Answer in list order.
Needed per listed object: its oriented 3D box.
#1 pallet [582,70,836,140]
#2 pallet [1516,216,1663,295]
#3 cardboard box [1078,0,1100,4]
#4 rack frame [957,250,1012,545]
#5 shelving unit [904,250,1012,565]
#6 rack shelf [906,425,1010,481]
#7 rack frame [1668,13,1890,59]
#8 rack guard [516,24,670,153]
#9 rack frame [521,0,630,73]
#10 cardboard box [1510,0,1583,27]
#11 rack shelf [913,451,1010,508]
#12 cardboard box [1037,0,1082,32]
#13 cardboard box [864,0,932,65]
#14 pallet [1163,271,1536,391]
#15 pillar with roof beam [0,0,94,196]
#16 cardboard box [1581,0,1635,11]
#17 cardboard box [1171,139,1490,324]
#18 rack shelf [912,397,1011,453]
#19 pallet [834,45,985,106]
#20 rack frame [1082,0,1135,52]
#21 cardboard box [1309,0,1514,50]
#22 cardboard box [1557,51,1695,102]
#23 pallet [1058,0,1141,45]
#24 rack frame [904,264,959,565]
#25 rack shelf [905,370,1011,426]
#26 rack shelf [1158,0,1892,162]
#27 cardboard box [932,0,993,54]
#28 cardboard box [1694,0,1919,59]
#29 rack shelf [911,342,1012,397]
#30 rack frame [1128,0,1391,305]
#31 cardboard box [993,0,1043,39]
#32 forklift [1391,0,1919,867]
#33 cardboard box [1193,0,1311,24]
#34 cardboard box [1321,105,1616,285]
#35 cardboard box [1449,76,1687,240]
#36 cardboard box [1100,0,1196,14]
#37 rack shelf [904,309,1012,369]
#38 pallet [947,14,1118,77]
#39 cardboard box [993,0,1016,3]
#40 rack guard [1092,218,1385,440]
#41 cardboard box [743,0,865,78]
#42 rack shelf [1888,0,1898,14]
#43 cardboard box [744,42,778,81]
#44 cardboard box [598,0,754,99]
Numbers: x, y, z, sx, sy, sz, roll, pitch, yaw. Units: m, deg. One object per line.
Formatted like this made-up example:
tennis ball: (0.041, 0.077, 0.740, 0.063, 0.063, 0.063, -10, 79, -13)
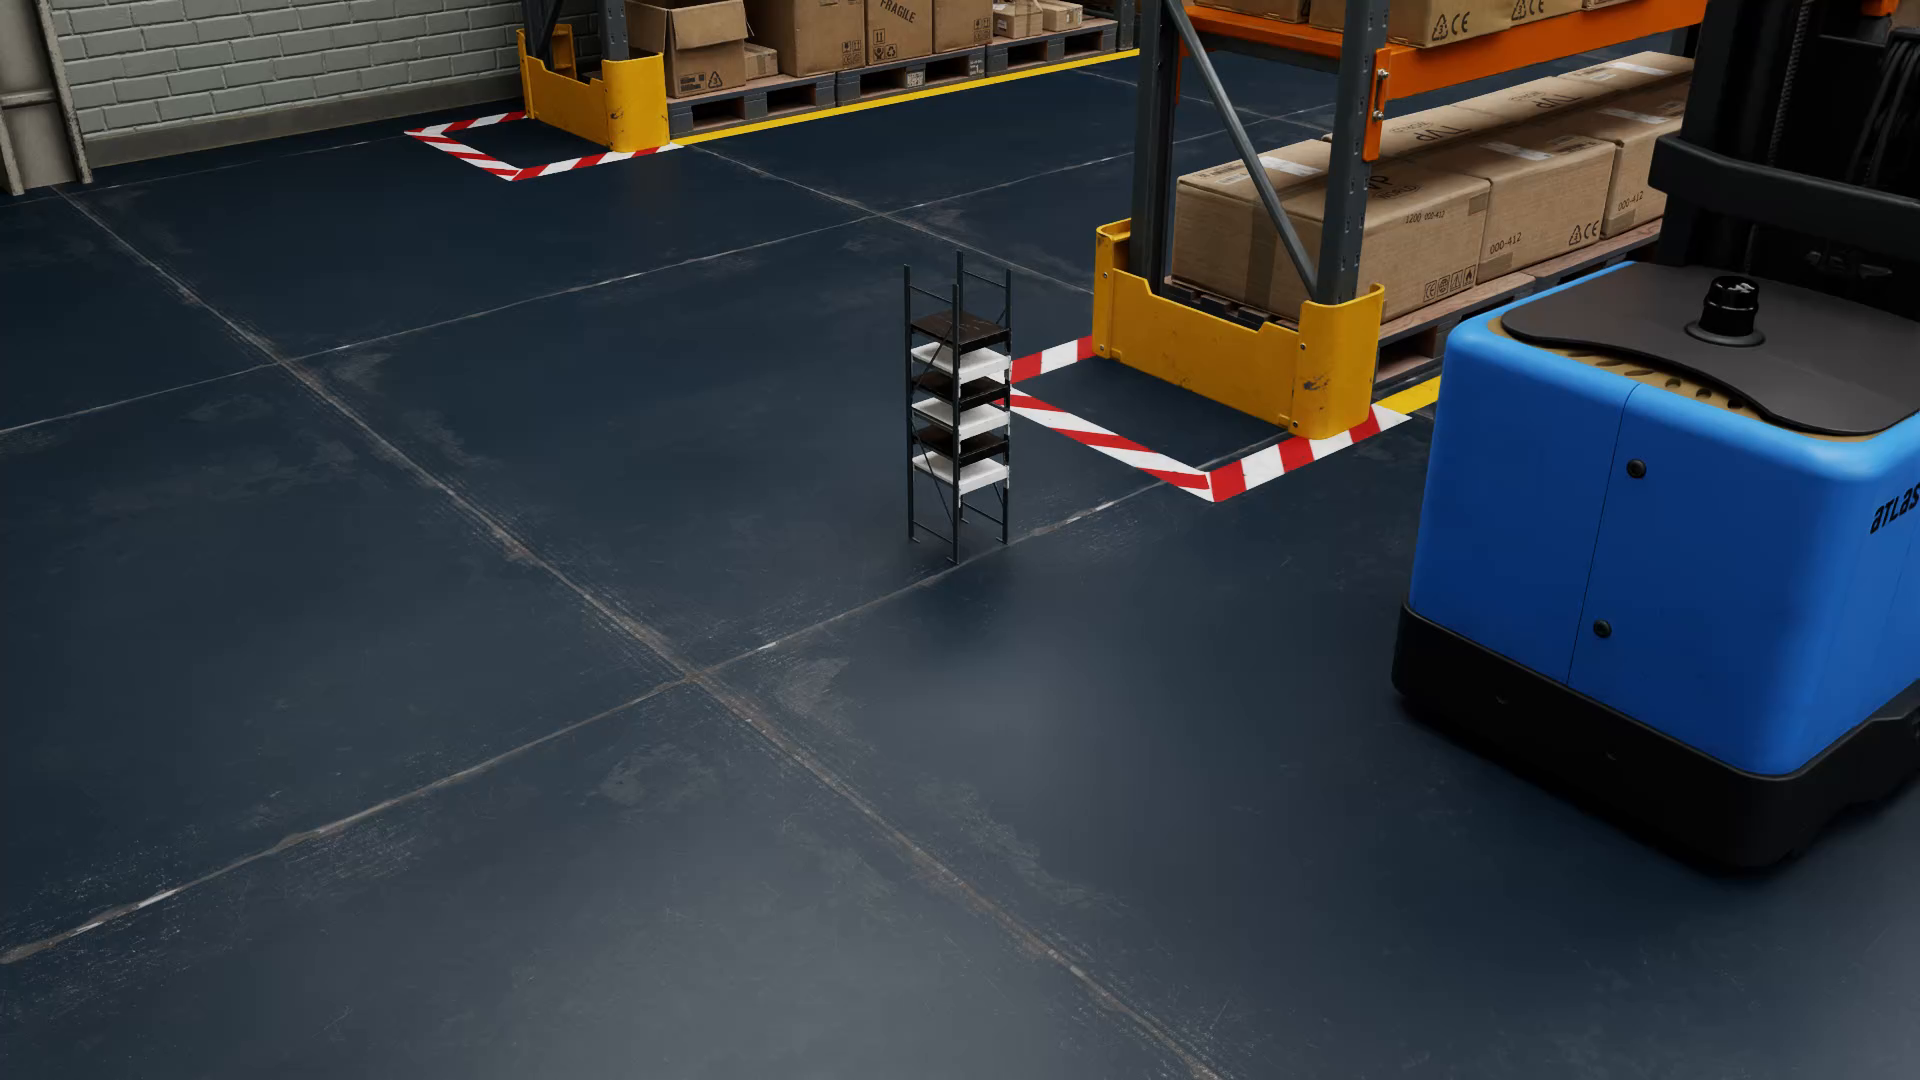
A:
pallet: (-1.531, -2.751, 10.174, 1.213, 0.211, 1.003, -22, 35, -35)
pallet: (2.515, -1.349, 7.550, 1.213, 0.211, 1.003, -22, 35, -35)
cardboard box: (1.030, -4.276, 12.275, 0.500, 0.500, 0.500, -22, 35, -35)
rack frame: (0.071, -0.426, 5.091, 0.006, 0.900, 0.240, -22, 35, -35)
shelving unit: (-0.006, -0.394, 5.033, 0.210, 0.900, 0.258, -22, 35, -35)
rack shelf: (-0.006, -0.286, 5.091, 0.200, 0.077, 0.258, -22, 35, -35)
rack frame: (4.073, -3.158, 7.978, 0.127, 3.000, 1.000, -22, 35, -35)
rack guard: (-2.137, -2.634, 9.649, 0.348, 0.500, 1.175, -22, 35, -35)
rack frame: (-2.194, -3.713, 9.016, 0.127, 3.000, 1.000, -22, 35, -35)
cardboard box: (1.948, -2.187, 6.055, 0.500, 0.500, 0.500, -22, 35, -36)
rack shelf: (-0.006, -0.206, 5.134, 0.200, 0.077, 0.258, -22, 35, -35)
cardboard box: (0.615, -3.589, 11.363, 0.250, 0.149, 0.380, -23, 36, -36)
cardboard box: (-0.525, -3.323, 10.491, 0.500, 0.500, 0.500, -21, 35, -34)
pallet: (1.587, -0.977, 6.855, 1.213, 0.211, 1.003, -22, 35, -35)
pillar with roof beam: (-2.037, -4.314, 3.775, 0.400, 9.000, 9.100, -22, 35, -35)
cardboard box: (2.347, -2.337, 6.334, 0.500, 0.500, 0.500, -22, 35, -35)
cardboard box: (1.467, -1.228, 6.638, 0.875, 0.438, 0.875, -23, 36, -37)
rack shelf: (-0.006, -0.365, 5.049, 0.200, 0.077, 0.258, -22, 35, -35)
pallet: (-0.603, -3.122, 10.869, 1.213, 0.211, 1.003, -22, 35, -35)
rack frame: (0.848, -4.937, 11.306, 0.127, 3.000, 1.000, -22, 35, -35)
cardboard box: (1.581, -2.023, 5.746, 0.500, 0.500, 0.500, -22, 35, -35)
cardboard box: (3.526, -2.060, 8.195, 0.875, 0.438, 0.875, -22, 35, -36)
pallet: (1.443, -3.969, 12.454, 1.213, 0.211, 1.003, -22, 35, -35)
rack frame: (-0.084, -0.363, 4.975, 0.006, 0.900, 0.240, -22, 35, -35)
rack shelf: (-0.006, -0.444, 5.007, 0.200, 0.077, 0.258, -22, 35, -35)
rack shelf: (2.551, -2.229, 7.002, 4.000, 0.370, 1.077, -22, 35, -35)
cardboard box: (-0.202, -3.514, 10.850, 0.500, 0.500, 0.700, -23, 36, -37)
cardboard box: (4.493, -2.625, 8.788, 0.875, 0.875, 0.875, -21, 34, -33)
rack shelf: (-0.006, -0.524, 4.964, 0.200, 0.077, 0.258, -22, 35, -35)
rack frame: (1.030, -1.935, 5.688, 0.127, 3.000, 1.000, -22, 35, -35)
cardboard box: (0.344, -3.531, 11.131, 0.258, 0.266, 0.396, -20, 34, -33)
forklift: (2.603, -1.118, 4.232, 3.031, 2.935, 1.130, -21, 35, -34)
cardboard box: (1.225, -2.221, 6.118, 0.500, 0.500, 0.500, -22, 35, -35)
cardboard box: (2.158, -1.511, 7.167, 0.875, 0.438, 0.875, -21, 34, -34)
cardboard box: (2.845, -1.786, 7.682, 0.875, 0.438, 0.875, -23, 36, -36)
cardboard box: (1.363, -4.087, 11.922, 0.500, 0.500, 0.500, -20, 34, -33)
rack shelf: (-0.006, -0.603, 4.922, 0.200, 0.077, 0.258, -22, 35, -35)
pallet: (0.325, -3.497, 11.571, 1.213, 0.211, 1.003, -22, 35, -35)
cardboard box: (0.192, -3.819, 11.621, 0.500, 0.311, 0.500, -20, 34, -33)
rack guard: (1.012, -0.825, 6.263, 0.348, 0.500, 1.175, -22, 35, -35)
cardboard box: (-0.992, -3.197, 10.256, 0.500, 0.500, 0.700, -20, 34, -33)
rack shelf: (5.594, -3.453, 9.292, 4.000, 0.370, 1.077, -22, 35, -35)
cardboard box: (-1.319, -2.910, 10.093, 0.250, 0.149, 0.380, -24, 36, -37)
cardboard box: (-1.668, -2.951, 9.792, 0.637, 0.503, 0.797, -24, 36, -37)
